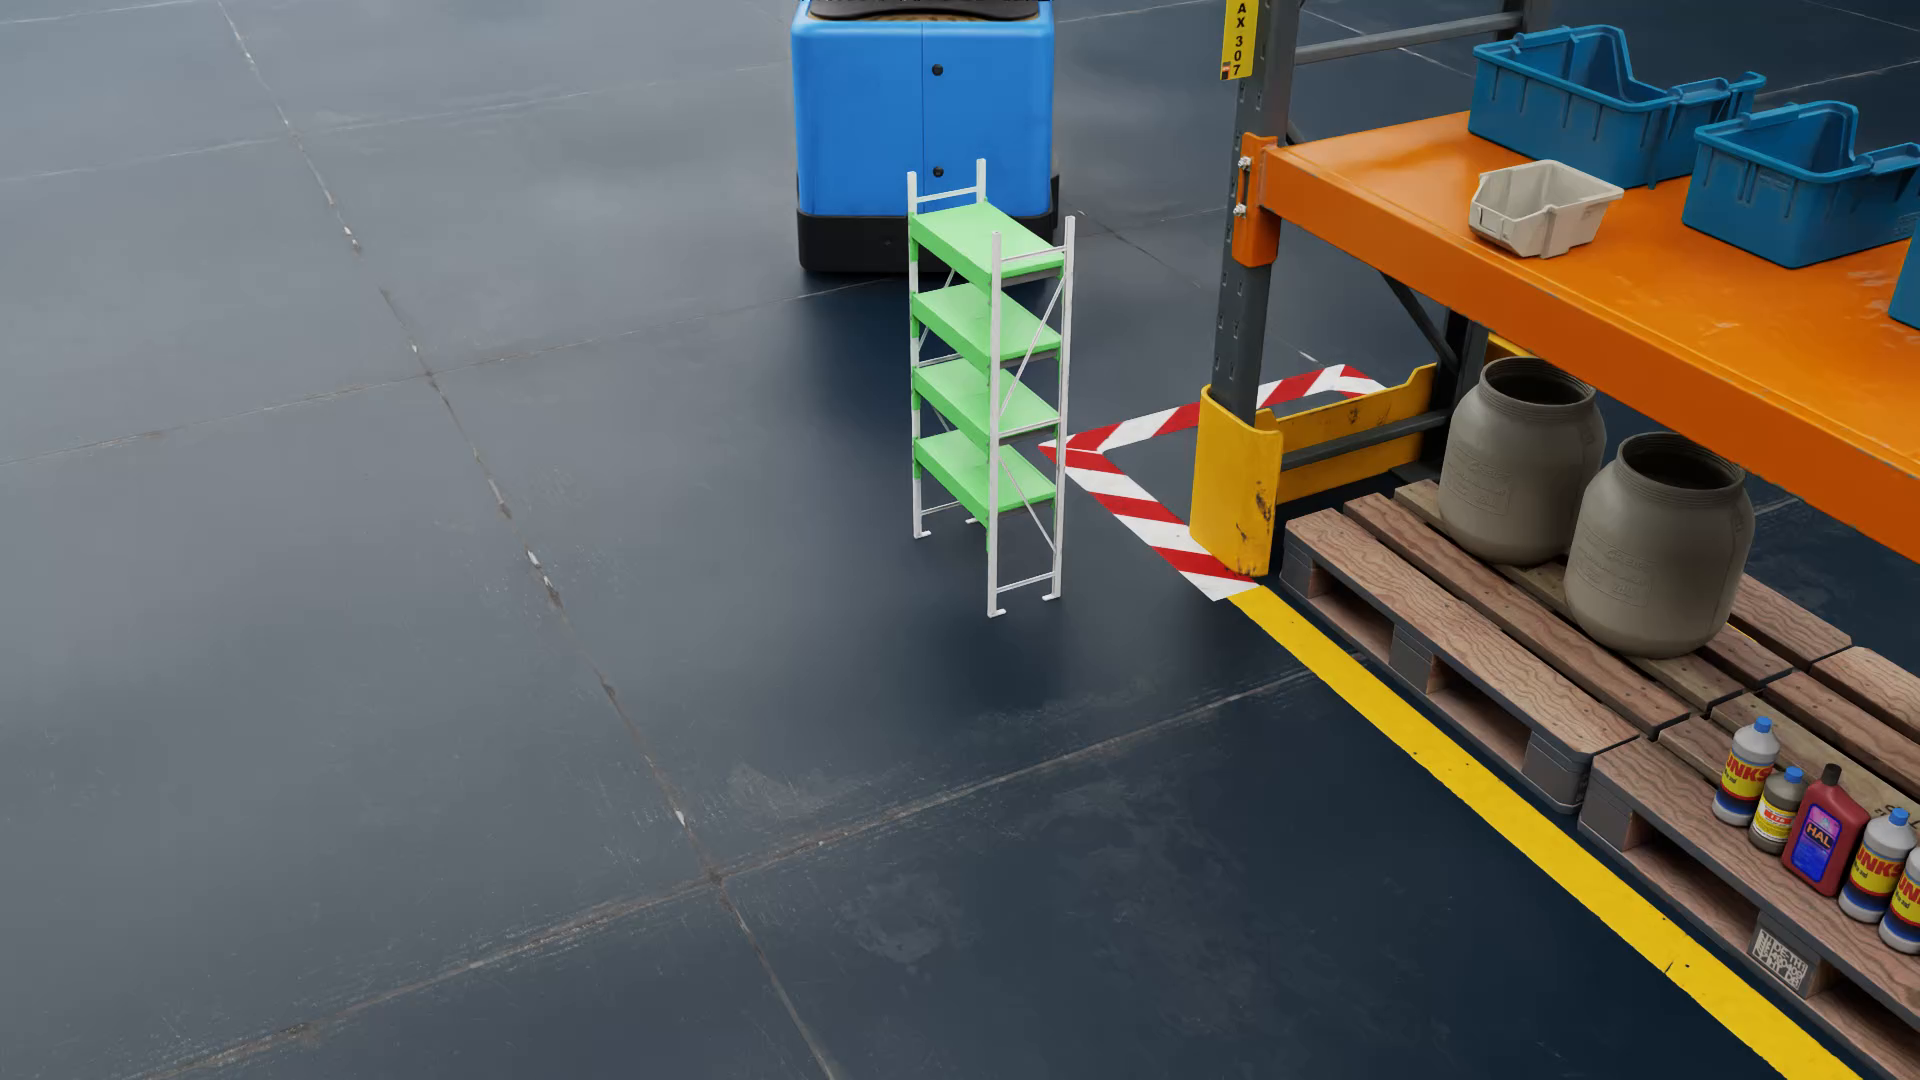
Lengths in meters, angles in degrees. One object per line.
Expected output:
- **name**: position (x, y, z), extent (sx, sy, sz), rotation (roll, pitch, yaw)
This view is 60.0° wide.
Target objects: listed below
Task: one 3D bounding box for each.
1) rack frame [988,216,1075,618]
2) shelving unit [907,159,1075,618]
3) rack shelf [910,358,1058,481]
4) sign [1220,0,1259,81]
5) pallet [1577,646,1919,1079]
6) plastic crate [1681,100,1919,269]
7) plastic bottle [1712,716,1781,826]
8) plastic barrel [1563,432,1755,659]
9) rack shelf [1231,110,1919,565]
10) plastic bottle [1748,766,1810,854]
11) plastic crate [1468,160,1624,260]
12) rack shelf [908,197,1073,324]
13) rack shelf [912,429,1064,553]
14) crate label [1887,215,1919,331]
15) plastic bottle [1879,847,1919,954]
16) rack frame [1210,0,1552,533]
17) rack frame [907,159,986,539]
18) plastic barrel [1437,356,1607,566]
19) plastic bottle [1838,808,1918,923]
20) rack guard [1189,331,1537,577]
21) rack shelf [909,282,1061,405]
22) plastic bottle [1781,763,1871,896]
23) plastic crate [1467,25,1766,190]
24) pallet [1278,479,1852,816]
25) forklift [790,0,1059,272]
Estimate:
- **rack frame**: position (0.191, -0.310, 4.621), extent (0.240, 1.200, 0.015), rotation (-16, 36, -23)
- **shelving unit**: position (0.077, -0.426, 4.803), extent (0.258, 1.200, 0.503), rotation (-16, 36, -23)
- **rack shelf**: position (0.077, -0.372, 4.837), extent (0.258, 0.148, 0.480), rotation (-16, 36, -23)
- **sign**: position (0.737, -1.370, 4.352), extent (0.100, 0.325, 0.005), rotation (-16, 36, -23)
- **pallet**: position (2.241, 0.779, 3.839), extent (1.003, 0.211, 1.213), rotation (-16, 36, -23)
- **plastic crate**: position (2.021, -0.853, 3.938), extent (0.499, 0.251, 0.408), rotation (-16, 36, -23)
- **plastic bottle**: position (1.795, 0.517, 3.784), extent (0.097, 0.271, 0.097), rotation (0, 33, 0)
- **plastic barrel**: position (1.834, 0.015, 4.364), extent (0.421, 0.512, 0.421), rotation (0, 33, 0)
- **rack shelf**: position (2.158, -0.133, 3.344), extent (1.077, 0.370, 4.000), rotation (-16, 36, -23)
- **plastic bottle**: position (1.843, 0.596, 3.726), extent (0.097, 0.201, 0.097), rotation (0, 33, 0)
- **plastic crate**: position (1.358, -0.771, 3.918), extent (0.298, 0.136, 0.250), rotation (-16, 36, -23)
- **rack shelf**: position (0.077, -0.777, 4.579), extent (0.258, 0.148, 0.480), rotation (-16, 36, -23)
- **rack shelf**: position (0.077, -0.170, 4.967), extent (0.258, 0.148, 0.480), rotation (-16, 36, -23)
- **crate label**: position (2.323, -0.595, 3.365), extent (0.502, 0.435, 0.616), rotation (-16, 36, -23)
- **plastic bottle**: position (2.001, 0.728, 3.454), extent (0.097, 0.271, 0.097), rotation (0, 33, 0)
- **rack frame**: position (1.225, -1.390, 4.639), extent (1.000, 3.000, 0.127), rotation (-16, 36, -23)
- **rack frame**: position (-0.037, -0.543, 4.985), extent (0.240, 1.200, 0.015), rotation (-16, 36, -23)
- **plastic barrel**: position (1.600, -0.225, 4.737), extent (0.421, 0.512, 0.421), rotation (0, 33, 0)
- **plastic bottle**: position (1.955, 0.681, 3.528), extent (0.097, 0.271, 0.097), rotation (0, 33, 0)
- **rack guard**: position (1.302, -0.313, 5.276), extent (1.175, 0.500, 0.348), rotation (-16, 36, -23)
- **rack shelf**: position (0.077, -0.574, 4.708), extent (0.258, 0.148, 0.480), rotation (-16, 36, -23)
- **plastic bottle**: position (1.884, 0.625, 3.605), extent (0.061, 0.283, 0.133), rotation (-15, 36, -22)
- **plastic crate**: position (1.723, -1.164, 4.424), extent (0.499, 0.251, 0.616), rotation (-16, 36, -23)
- **pallet**: position (1.676, 0.197, 4.746), extent (1.003, 0.211, 1.213), rotation (-16, 36, -23)
- **forklift**: position (-0.126, -3.091, 7.357), extent (1.130, 2.935, 3.031), rotation (0, 33, 1)
